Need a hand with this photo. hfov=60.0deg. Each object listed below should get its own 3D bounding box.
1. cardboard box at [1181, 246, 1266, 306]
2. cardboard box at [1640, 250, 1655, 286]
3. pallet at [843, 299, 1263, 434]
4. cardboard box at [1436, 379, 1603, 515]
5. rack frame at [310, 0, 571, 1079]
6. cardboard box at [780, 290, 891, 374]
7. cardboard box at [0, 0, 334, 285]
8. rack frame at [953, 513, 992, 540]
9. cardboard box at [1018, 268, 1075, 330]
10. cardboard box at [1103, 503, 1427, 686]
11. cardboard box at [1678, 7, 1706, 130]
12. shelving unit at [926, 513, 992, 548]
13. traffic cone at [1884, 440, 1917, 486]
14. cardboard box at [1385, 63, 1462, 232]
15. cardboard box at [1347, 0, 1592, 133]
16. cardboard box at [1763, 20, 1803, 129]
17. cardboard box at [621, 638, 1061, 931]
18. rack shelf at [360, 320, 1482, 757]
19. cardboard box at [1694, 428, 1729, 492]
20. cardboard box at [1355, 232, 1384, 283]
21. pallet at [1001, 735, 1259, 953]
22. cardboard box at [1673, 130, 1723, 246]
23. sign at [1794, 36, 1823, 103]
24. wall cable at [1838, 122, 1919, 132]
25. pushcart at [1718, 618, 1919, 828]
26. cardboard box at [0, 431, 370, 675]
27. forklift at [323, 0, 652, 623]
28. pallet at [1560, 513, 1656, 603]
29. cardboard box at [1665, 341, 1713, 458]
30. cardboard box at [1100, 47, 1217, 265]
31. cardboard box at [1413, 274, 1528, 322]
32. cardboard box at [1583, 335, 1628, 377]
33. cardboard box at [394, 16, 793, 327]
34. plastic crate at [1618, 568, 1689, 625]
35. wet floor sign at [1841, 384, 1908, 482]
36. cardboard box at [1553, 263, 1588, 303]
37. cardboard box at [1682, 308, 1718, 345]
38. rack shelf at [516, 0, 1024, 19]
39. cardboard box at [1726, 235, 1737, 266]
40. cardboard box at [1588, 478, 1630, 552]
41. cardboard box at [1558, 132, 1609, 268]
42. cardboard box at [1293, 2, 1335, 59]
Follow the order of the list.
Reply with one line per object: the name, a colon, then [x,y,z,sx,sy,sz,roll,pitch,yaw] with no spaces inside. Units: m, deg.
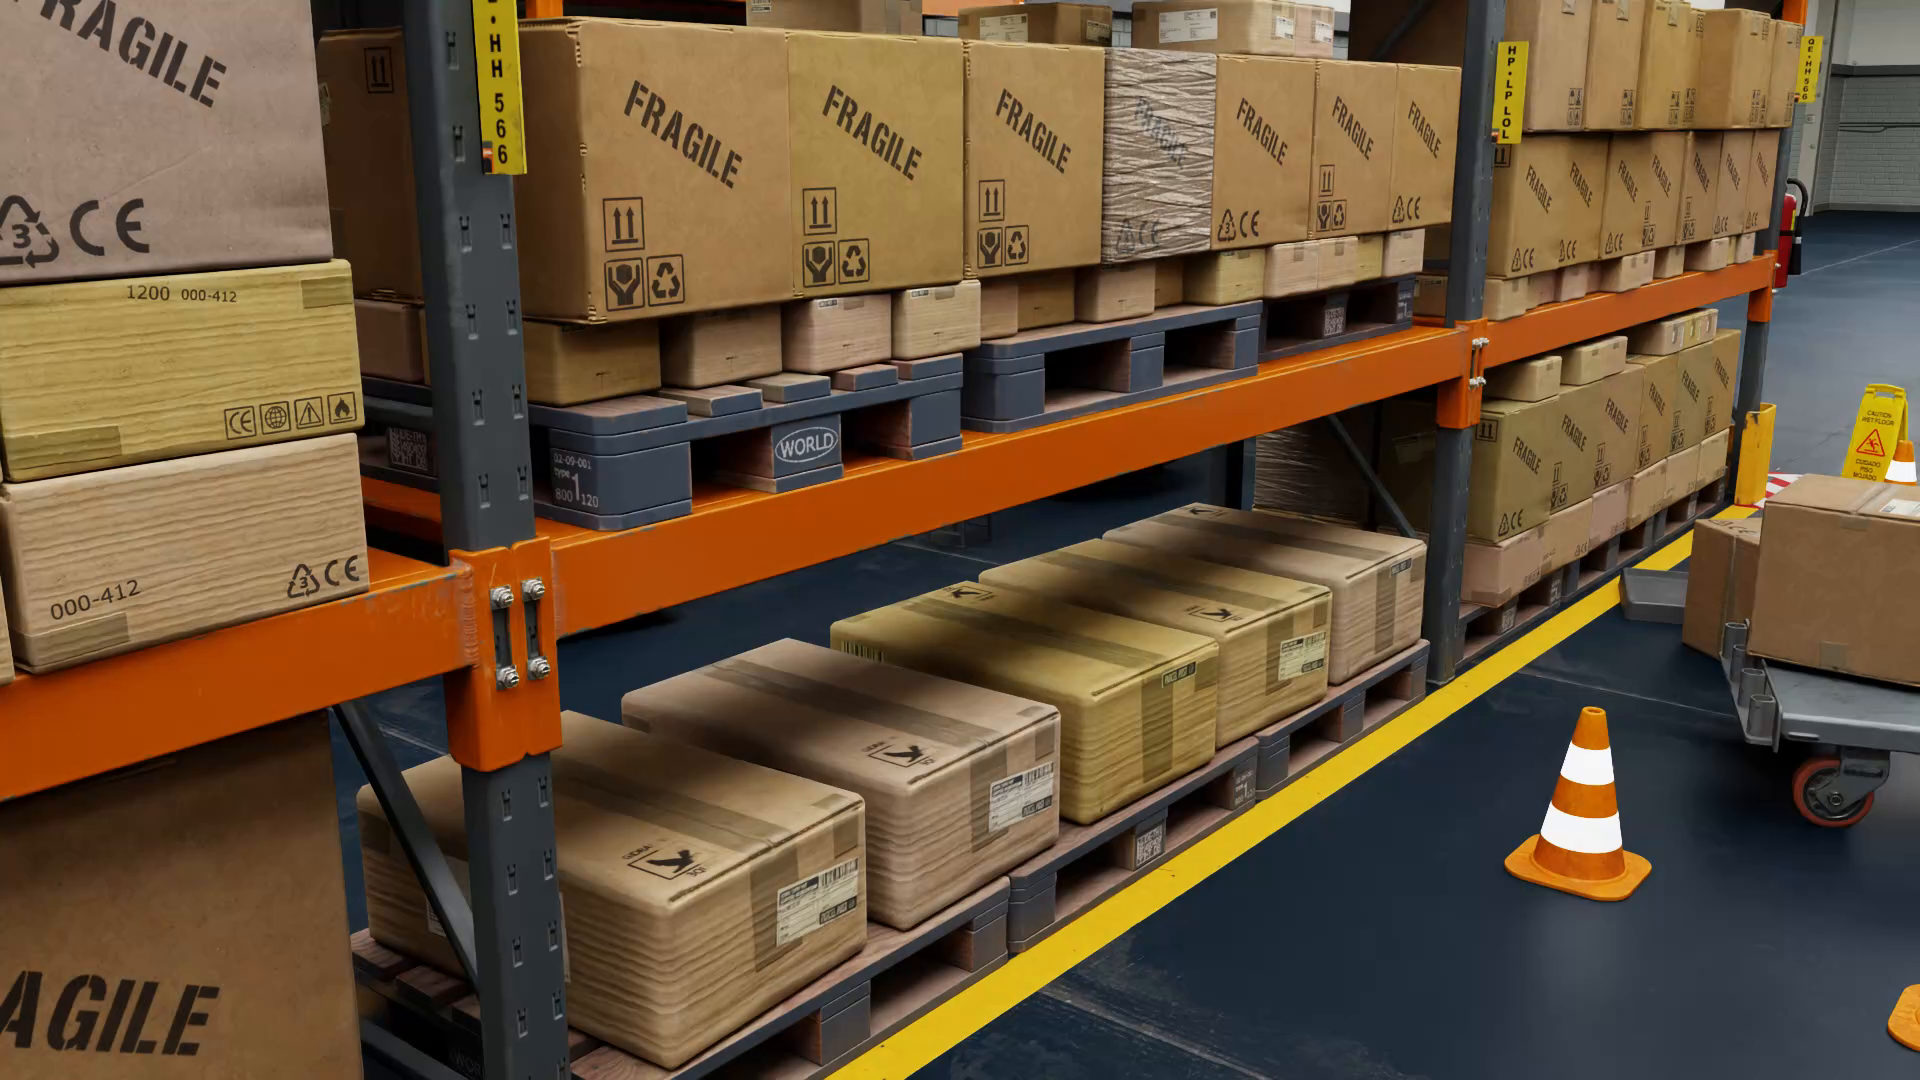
cardboard box: [0.626,-0.753,4.651,0.380,0.149,0.250,11,18,37]
cardboard box: [2.783,-1.190,7.227,0.380,0.149,0.250,11,18,37]
pallet: [0.086,-0.532,4.514,1.003,0.211,1.213,11,18,38]
cardboard box: [2.295,-0.415,6.874,0.500,0.500,0.500,12,19,40]
rack frame: [-1.127,-0.239,2.973,1.000,3.000,0.127,11,18,38]
cardboard box: [-0.366,-0.449,3.455,0.380,0.149,0.250,10,17,34]
cardboard box: [-1.248,-0.633,2.288,0.500,0.500,0.500,11,18,36]
rack frame: [0.059,-0.454,8.083,0.240,0.900,0.006,11,18,38]
cardboard box: [0.061,-0.617,4.115,0.380,0.149,0.250,12,19,40]
cardboard box: [1.060,0.166,5.863,0.950,0.372,0.625,12,18,38]
cardboard box: [2.764,-2.034,7.198,0.700,0.500,0.500,11,18,37]
shelving unit: [-0.005,-0.435,8.006,0.258,0.900,0.210,11,18,38]
traffic cone: [4.634,-0.260,8.206,0.336,0.463,0.334,11,18,38]
cardboard box: [1.275,-1.278,5.400,0.500,0.500,0.500,11,18,37]
cardboard box: [1.832,-1.733,6.016,0.700,0.500,0.500,11,18,37]
cardboard box: [3.750,-2.317,8.314,0.700,0.500,0.500,11,18,36]
cardboard box: [-0.306,0.582,4.226,0.950,0.372,0.625,11,18,36]
rack shelf: [0.130,-0.274,4.569,1.077,0.370,4.000,11,18,38]
cardboard box: [3.587,-0.441,8.499,0.500,0.250,0.500,11,18,37]
cardboard box: [1.099,-0.898,5.223,0.380,0.149,0.250,11,18,36]
pallet: [0.133,0.730,4.820,1.003,0.211,1.213,11,18,38]
cardboard box: [3.139,-1.627,7.628,0.500,0.500,0.500,11,18,37]
sign: [4.320,-2.396,8.469,0.100,0.325,0.005,11,18,38]
wall cable: [20.635,-10.052,35.724,3.097,2.526,0.112,11,18,38]
pushcart: [3.192,0.609,4.960,1.648,0.377,0.936,5,15,18]
cardboard box: [-1.243,-0.030,2.452,0.500,0.250,0.500,10,18,36]
forklift: [-2.641,-0.990,6.068,3.031,2.935,1.130,-9,17,-33]
pallet: [2.548,-0.023,7.783,1.003,0.211,1.213,11,18,38]
cardboard box: [3.275,-0.711,8.040,0.500,0.500,0.500,12,19,40]
cardboard box: [0.307,-0.984,4.244,0.500,0.500,0.500,10,18,35]
cardboard box: [1.835,-0.894,6.061,0.380,0.149,0.250,11,18,37]
cardboard box: [2.582,-0.791,7.034,0.380,0.149,0.250,13,19,41]
cardboard box: [-0.664,-0.686,3.071,0.500,0.500,0.500,11,18,36]
plastic crate: [3.012,0.236,7.032,0.402,0.080,0.583,5,15,18]
wet floor sign: [4.853,-0.501,8.785,0.232,0.644,0.267,-8,17,-30]
cardboard box: [2.279,-1.048,6.667,0.380,0.149,0.250,12,19,39]
cardboard box: [3.422,-1.046,8.038,0.380,0.149,0.250,12,19,39]
rack shelf: [-1.219,-3.261,10.236,1.077,0.370,4.000,11,18,38]
cardboard box: [3.582,-1.433,8.184,0.380,0.149,0.250,11,18,37]
cardboard box: [2.626,-0.153,7.366,0.500,0.250,0.500,11,18,37]
cardboard box: [2.178,-1.339,6.494,0.500,0.500,0.500,11,18,37]
cardboard box: [0.850,-1.459,4.795,0.380,0.149,0.250,11,18,36]
